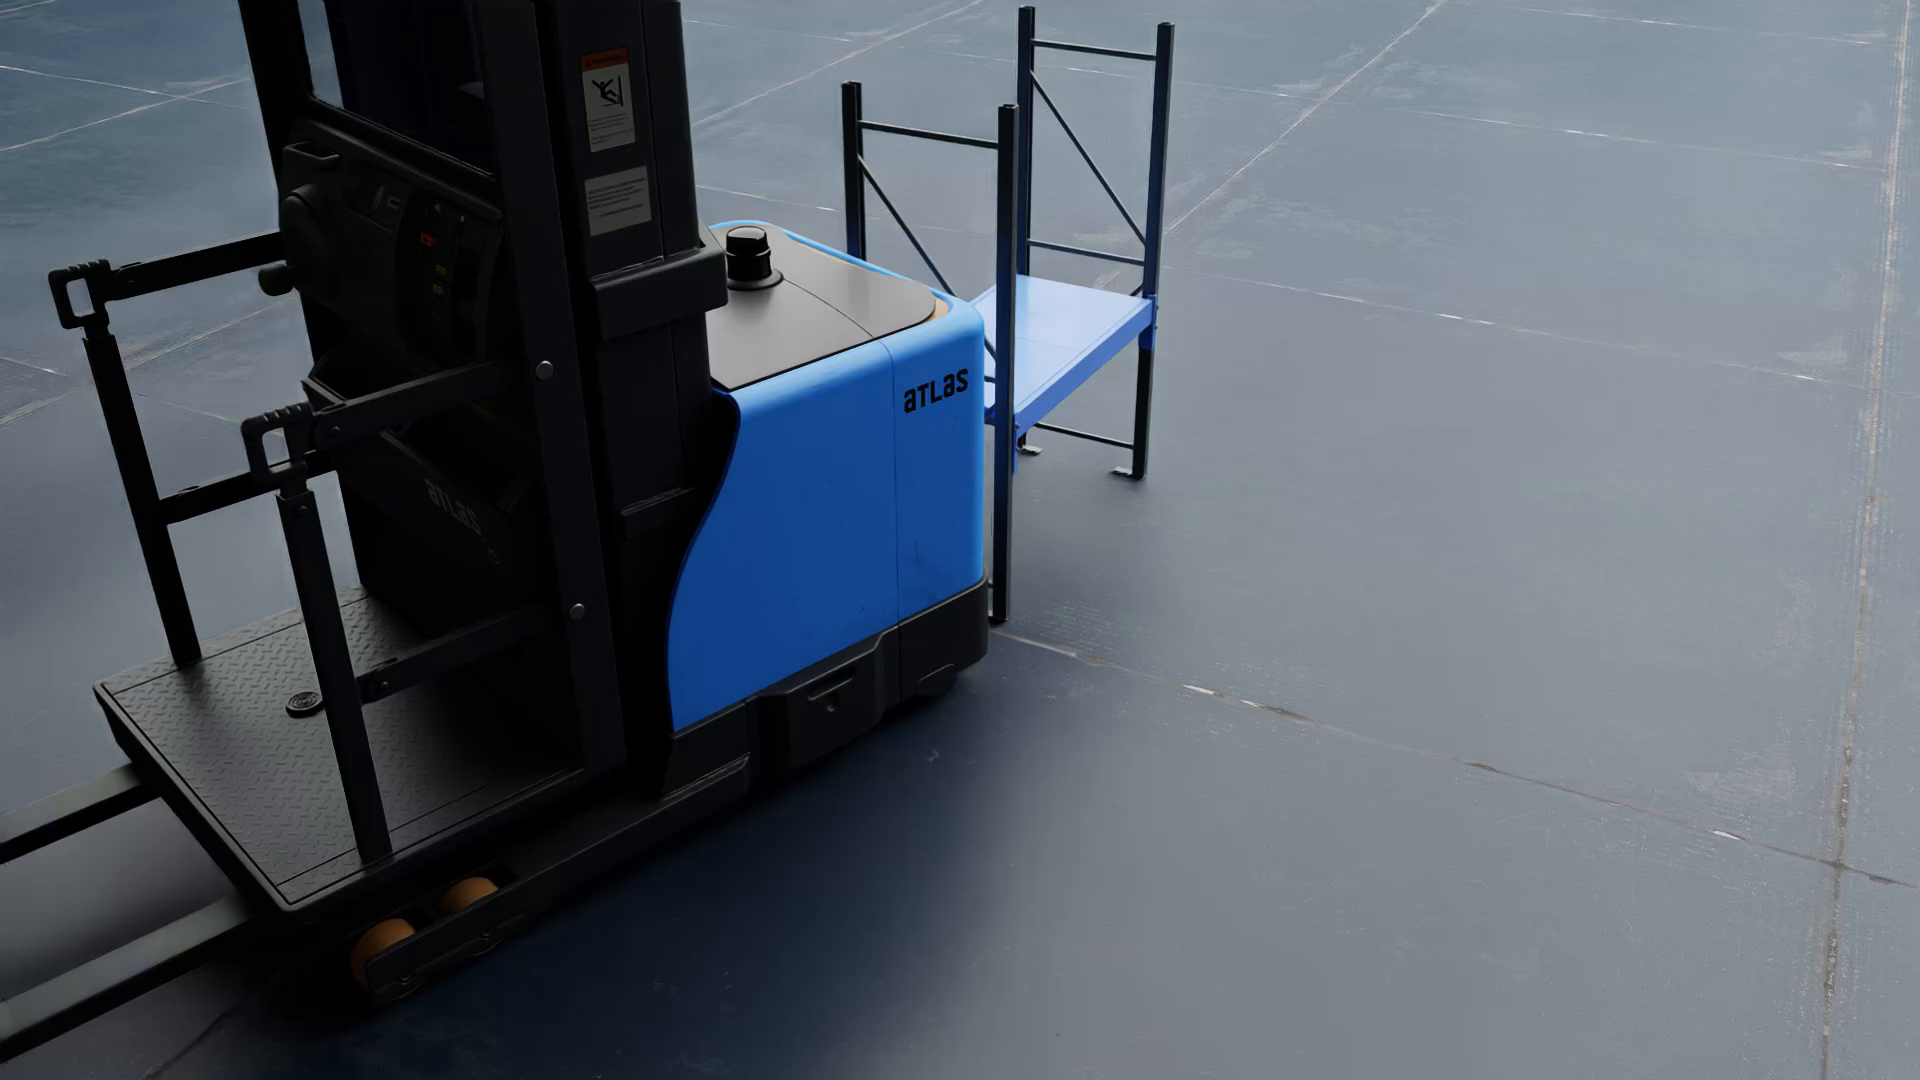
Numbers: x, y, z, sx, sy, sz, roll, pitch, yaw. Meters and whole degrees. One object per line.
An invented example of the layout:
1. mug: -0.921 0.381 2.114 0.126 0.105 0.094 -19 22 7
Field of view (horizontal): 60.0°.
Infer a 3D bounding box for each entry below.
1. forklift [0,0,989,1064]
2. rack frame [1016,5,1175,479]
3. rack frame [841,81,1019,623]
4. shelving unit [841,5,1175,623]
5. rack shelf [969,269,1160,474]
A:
1. forklift: -1.342 -0.585 3.326 3.031 2.935 1.130 -25 38 -36
2. rack frame: 0.405 -0.920 5.347 0.500 1.500 0.032 15 33 24
3. rack frame: -0.080 -0.475 4.572 0.500 1.500 0.032 15 33 24
4. shelving unit: 0.163 -0.698 4.959 0.538 1.500 1.048 15 33 24
5. rack shelf: 0.163 -0.542 5.049 0.538 0.185 1.000 15 33 24
